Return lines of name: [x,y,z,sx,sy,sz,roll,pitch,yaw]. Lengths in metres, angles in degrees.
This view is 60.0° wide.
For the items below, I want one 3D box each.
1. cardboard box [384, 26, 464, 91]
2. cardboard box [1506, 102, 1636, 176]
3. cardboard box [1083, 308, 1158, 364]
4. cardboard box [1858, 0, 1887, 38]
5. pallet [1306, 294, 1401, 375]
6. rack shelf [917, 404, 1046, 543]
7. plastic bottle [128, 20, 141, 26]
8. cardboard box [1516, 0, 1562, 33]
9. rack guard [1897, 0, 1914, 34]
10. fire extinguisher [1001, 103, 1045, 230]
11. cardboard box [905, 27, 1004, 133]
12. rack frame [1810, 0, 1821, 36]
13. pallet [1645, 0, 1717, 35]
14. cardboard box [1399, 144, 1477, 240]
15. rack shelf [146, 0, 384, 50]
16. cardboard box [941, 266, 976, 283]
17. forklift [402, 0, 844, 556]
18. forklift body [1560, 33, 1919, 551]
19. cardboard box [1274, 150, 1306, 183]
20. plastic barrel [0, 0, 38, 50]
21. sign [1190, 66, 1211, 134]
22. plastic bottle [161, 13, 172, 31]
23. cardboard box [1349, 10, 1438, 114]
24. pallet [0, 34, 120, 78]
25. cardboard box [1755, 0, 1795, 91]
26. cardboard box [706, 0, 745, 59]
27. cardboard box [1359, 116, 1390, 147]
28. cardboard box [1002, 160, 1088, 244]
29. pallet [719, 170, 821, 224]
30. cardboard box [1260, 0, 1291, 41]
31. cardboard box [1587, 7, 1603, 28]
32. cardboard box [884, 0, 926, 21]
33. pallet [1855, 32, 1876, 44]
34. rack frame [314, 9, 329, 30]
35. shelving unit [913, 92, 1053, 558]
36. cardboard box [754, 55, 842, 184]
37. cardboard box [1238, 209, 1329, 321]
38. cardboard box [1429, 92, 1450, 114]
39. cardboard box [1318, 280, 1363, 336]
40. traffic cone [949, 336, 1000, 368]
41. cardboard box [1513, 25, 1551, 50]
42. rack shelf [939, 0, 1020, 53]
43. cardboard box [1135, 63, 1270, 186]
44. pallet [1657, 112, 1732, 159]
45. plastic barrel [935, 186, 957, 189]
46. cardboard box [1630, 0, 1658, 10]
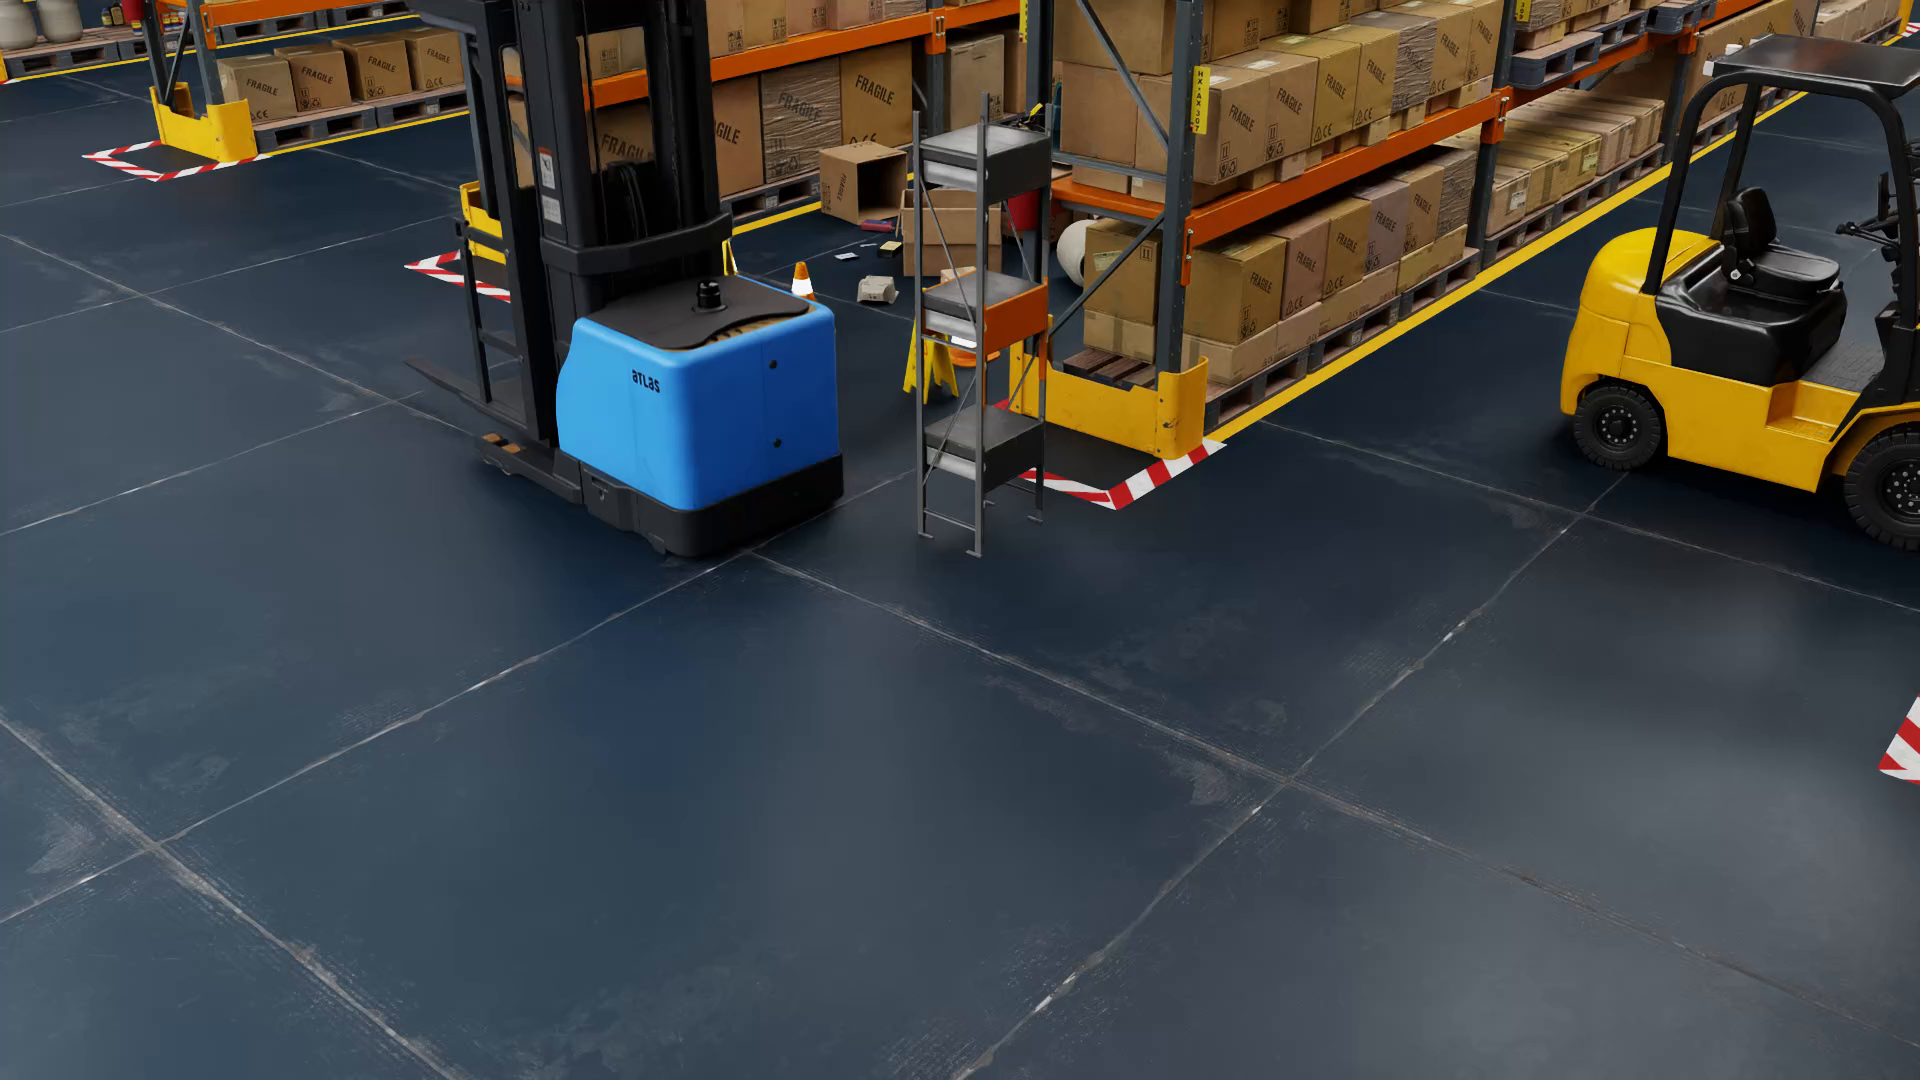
cardboard box: [-5.308,-4.775,16.478,0.500,0.500,0.500,17,32,30]
cardboard box: [5.031,-3.357,13.877,0.950,0.372,0.625,20,33,33]
cardboard box: [1.095,-1.301,10.036,0.500,0.250,0.500,21,34,34]
cardboard box: [10.032,-6.094,19.096,0.875,0.438,0.875,22,34,36]
pallet: [2.141,-1.459,10.841,1.003,0.211,1.213,21,34,34]
rack shelf: [0.105,-0.357,8.209,0.431,0.518,0.480,21,34,34]
plastic bottle: [-9.602,-6.125,19.302,0.061,0.283,0.133,21,34,34]
cardboard box: [3.837,-3.826,11.492,0.500,0.500,0.500,22,34,36]
rack guard: [10.965,-6.533,20.335,1.175,0.500,0.348,21,34,34]
fire extinguisher: [0.344,-2.022,8.978,0.296,0.674,0.183,21,34,34]
cardboard box: [-0.241,-4.225,15.144,1.050,0.750,0.750,21,34,34]
rack frame: [8.406,-6.217,17.003,1.000,3.000,0.127,21,34,34]
pallet: [5.490,-4.430,13.757,1.213,0.211,1.003,21,34,34]
cardboard box: [3.148,-2.391,11.326,0.500,0.500,0.500,20,34,34]
rack shelf: [-5.602,-5.248,15.913,1.077,0.370,4.000,21,34,34]
cardboard box: [0.047,-1.751,11.473,0.250,0.149,0.380,-10,29,-18]
forklift: [-1.997,-1.799,8.538,3.031,2.935,1.130,25,36,39]
forklift body: [4.404,-1.342,8.502,2.313,2.155,1.214,21,34,34]
cardboard box: [1.726,-2.151,9.417,0.380,0.149,0.250,21,34,35]
plastic barrel: [-10.336,-5.643,18.145,0.421,0.512,0.421,0,27,0]
sign: [1.192,-2.188,8.273,0.100,0.325,0.005,21,34,34]
plastic bottle: [-9.084,-5.963,19.003,0.097,0.271,0.097,0,27,0]
cardboard box: [2.578,-2.957,10.269,0.500,0.500,0.500,22,34,36]
pallet: [-10.163,-5.395,18.449,1.003,0.211,1.213,21,34,34]
cardboard box: [7.504,-4.894,16.301,0.875,0.875,0.875,22,35,36]
cardboard box: [-2.124,-3.948,12.454,0.875,0.550,0.550,21,34,34]
cardboard box: [2.383,-2.521,10.132,0.380,0.149,0.250,21,34,35]
cardboard box: [0.525,-2.611,12.601,0.797,0.637,0.503,21,34,34]
pallet: [-1.887,-2.872,13.571,1.003,0.211,1.213,21,34,34]
cardboard box: [1.502,-3.216,9.681,0.700,0.500,0.500,20,34,34]
cardboard box: [4.554,-3.934,12.406,0.380,0.149,0.250,21,34,35]
cardboard box: [-0.792,-4.724,13.953,0.875,0.550,0.550,21,34,34]
pallet: [9.725,-5.660,18.961,1.003,0.211,1.213,21,34,34]
rack frame: [-8.152,-7.724,19.917,1.000,3.000,0.127,21,34,34]
shelving unit: [0.105,-0.991,7.881,0.431,2.100,0.503,21,34,34]
cardboard box: [-1.591,-3.511,13.628,0.875,0.875,0.875,21,34,35]
cardboard box: [1.843,-1.661,9.916,0.500,0.500,0.500,19,33,33]
cardboard box: [2.968,-2.906,10.876,0.380,0.149,0.250,21,34,35]
cardboard box: [2.167,-1.509,10.437,0.500,0.250,0.500,24,35,38]
traffic cone: [0.051,-1.365,10.385,0.336,0.463,0.334,21,34,34]
cardboard box: [3.912,-3.559,11.682,0.380,0.149,0.250,21,34,35]
rack shelf: [0.705,-5.181,15.783,1.077,0.370,4.000,21,34,34]
cardboard box: [1.288,-2.226,8.855,0.500,0.500,0.500,20,34,34]
pallet: [6.421,-3.818,15.400,1.003,0.211,1.213,21,34,34]
plastic barrel: [-0.105,-2.797,13.195,0.421,0.421,0.512,-5,28,-9]
cardboard box: [5.264,-4.281,13.078,0.380,0.149,0.250,21,34,35]
